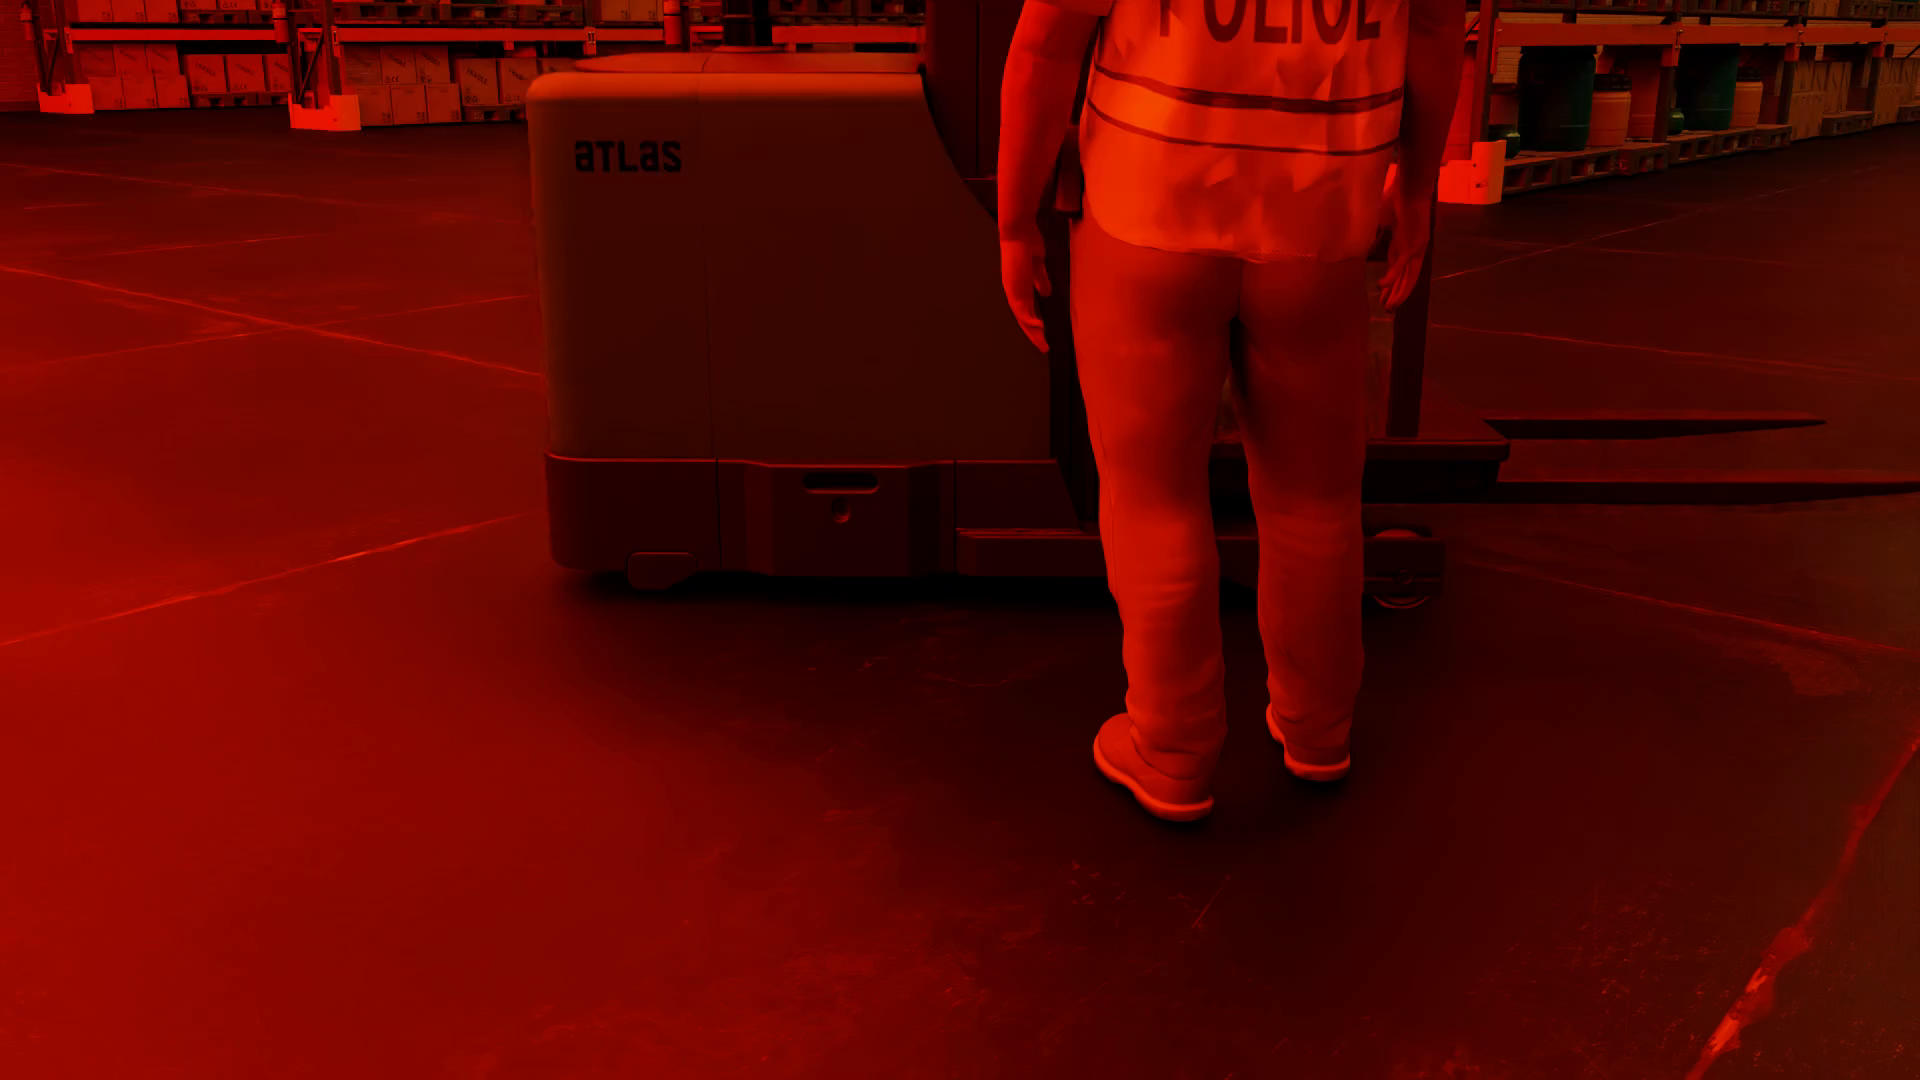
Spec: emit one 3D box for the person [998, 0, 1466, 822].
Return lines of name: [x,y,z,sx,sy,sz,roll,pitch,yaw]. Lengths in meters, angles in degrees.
person: [0.358,-0.463,2.371,0.640,1.781,0.574,-2,17,-6]

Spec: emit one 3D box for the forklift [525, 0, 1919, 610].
forklift: [0.646,-1.414,3.554,3.031,2.935,1.130,0,17,1]
